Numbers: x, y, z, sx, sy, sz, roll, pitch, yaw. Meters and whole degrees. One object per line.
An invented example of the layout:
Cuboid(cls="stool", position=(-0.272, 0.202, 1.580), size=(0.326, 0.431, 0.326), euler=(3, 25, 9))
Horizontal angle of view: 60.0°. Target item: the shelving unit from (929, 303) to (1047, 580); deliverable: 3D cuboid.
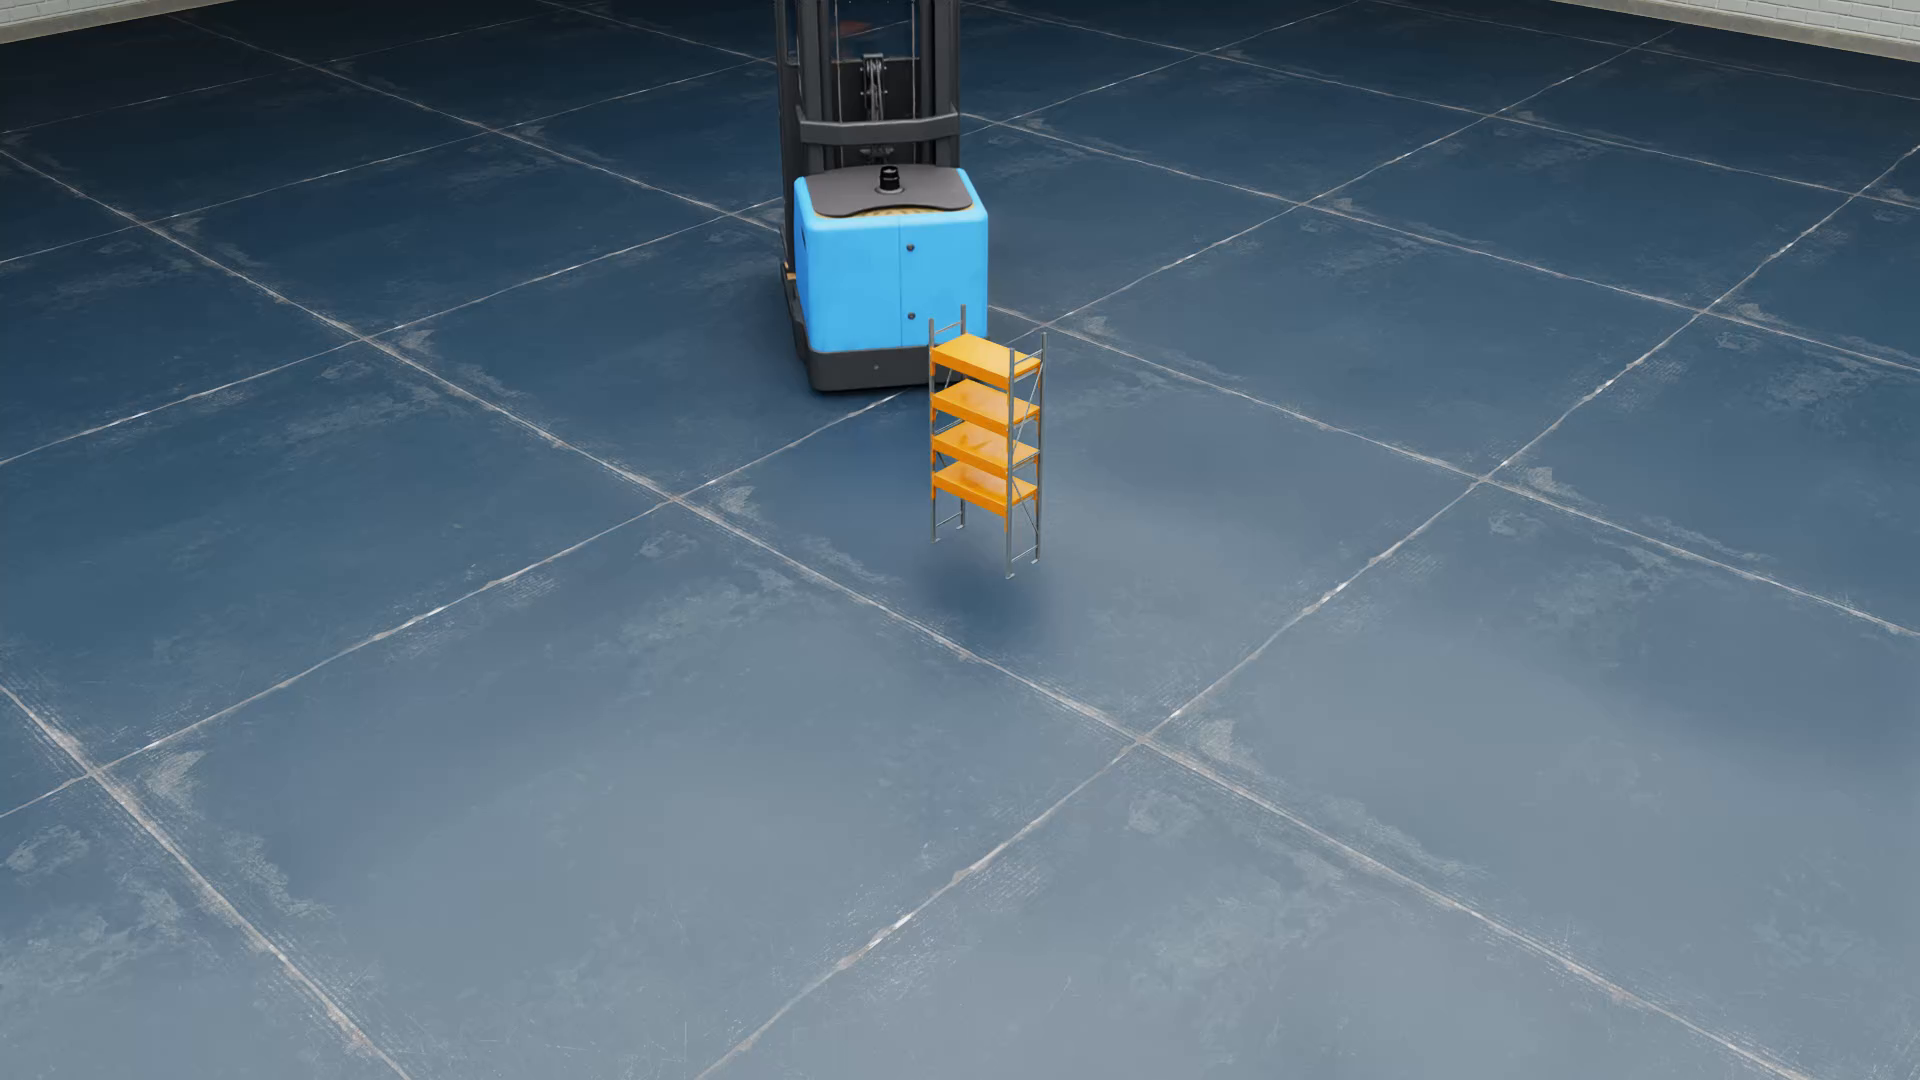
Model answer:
Cuboid(cls="shelving unit", position=(0.123, -0.457, 7.845), size=(0.503, 1.200, 0.258), euler=(25, 39, 35))

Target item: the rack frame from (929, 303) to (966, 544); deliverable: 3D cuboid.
Cuboid(cls="rack frame", position=(-0.058, -0.541, 7.986), size=(0.015, 1.200, 0.240), euler=(25, 39, 35))

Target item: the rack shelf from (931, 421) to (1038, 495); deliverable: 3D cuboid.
Cuboid(cls="rack shelf", position=(0.123, -0.399, 7.880), size=(0.480, 0.148, 0.258), euler=(25, 39, 35))

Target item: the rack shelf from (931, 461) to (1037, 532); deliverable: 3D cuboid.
Cuboid(cls="rack shelf", position=(0.123, -0.229, 7.982), size=(0.480, 0.148, 0.258), euler=(25, 39, 35))

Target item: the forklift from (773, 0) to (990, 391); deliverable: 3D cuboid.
Cuboid(cls="forklift", position=(-0.585, -2.855, 10.151), size=(1.130, 2.935, 3.031), euler=(-5, 31, -8))

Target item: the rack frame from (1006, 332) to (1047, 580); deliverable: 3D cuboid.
Cuboid(cls="rack frame", position=(0.304, -0.372, 7.705), size=(0.015, 1.200, 0.240), euler=(25, 39, 35))

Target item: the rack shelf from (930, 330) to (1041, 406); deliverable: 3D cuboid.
Cuboid(cls="rack shelf", position=(0.123, -0.793, 7.643), size=(0.480, 0.148, 0.258), euler=(25, 39, 35))

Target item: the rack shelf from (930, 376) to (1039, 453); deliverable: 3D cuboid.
Cuboid(cls="rack shelf", position=(0.123, -0.591, 7.765), size=(0.480, 0.148, 0.258), euler=(25, 39, 35))
